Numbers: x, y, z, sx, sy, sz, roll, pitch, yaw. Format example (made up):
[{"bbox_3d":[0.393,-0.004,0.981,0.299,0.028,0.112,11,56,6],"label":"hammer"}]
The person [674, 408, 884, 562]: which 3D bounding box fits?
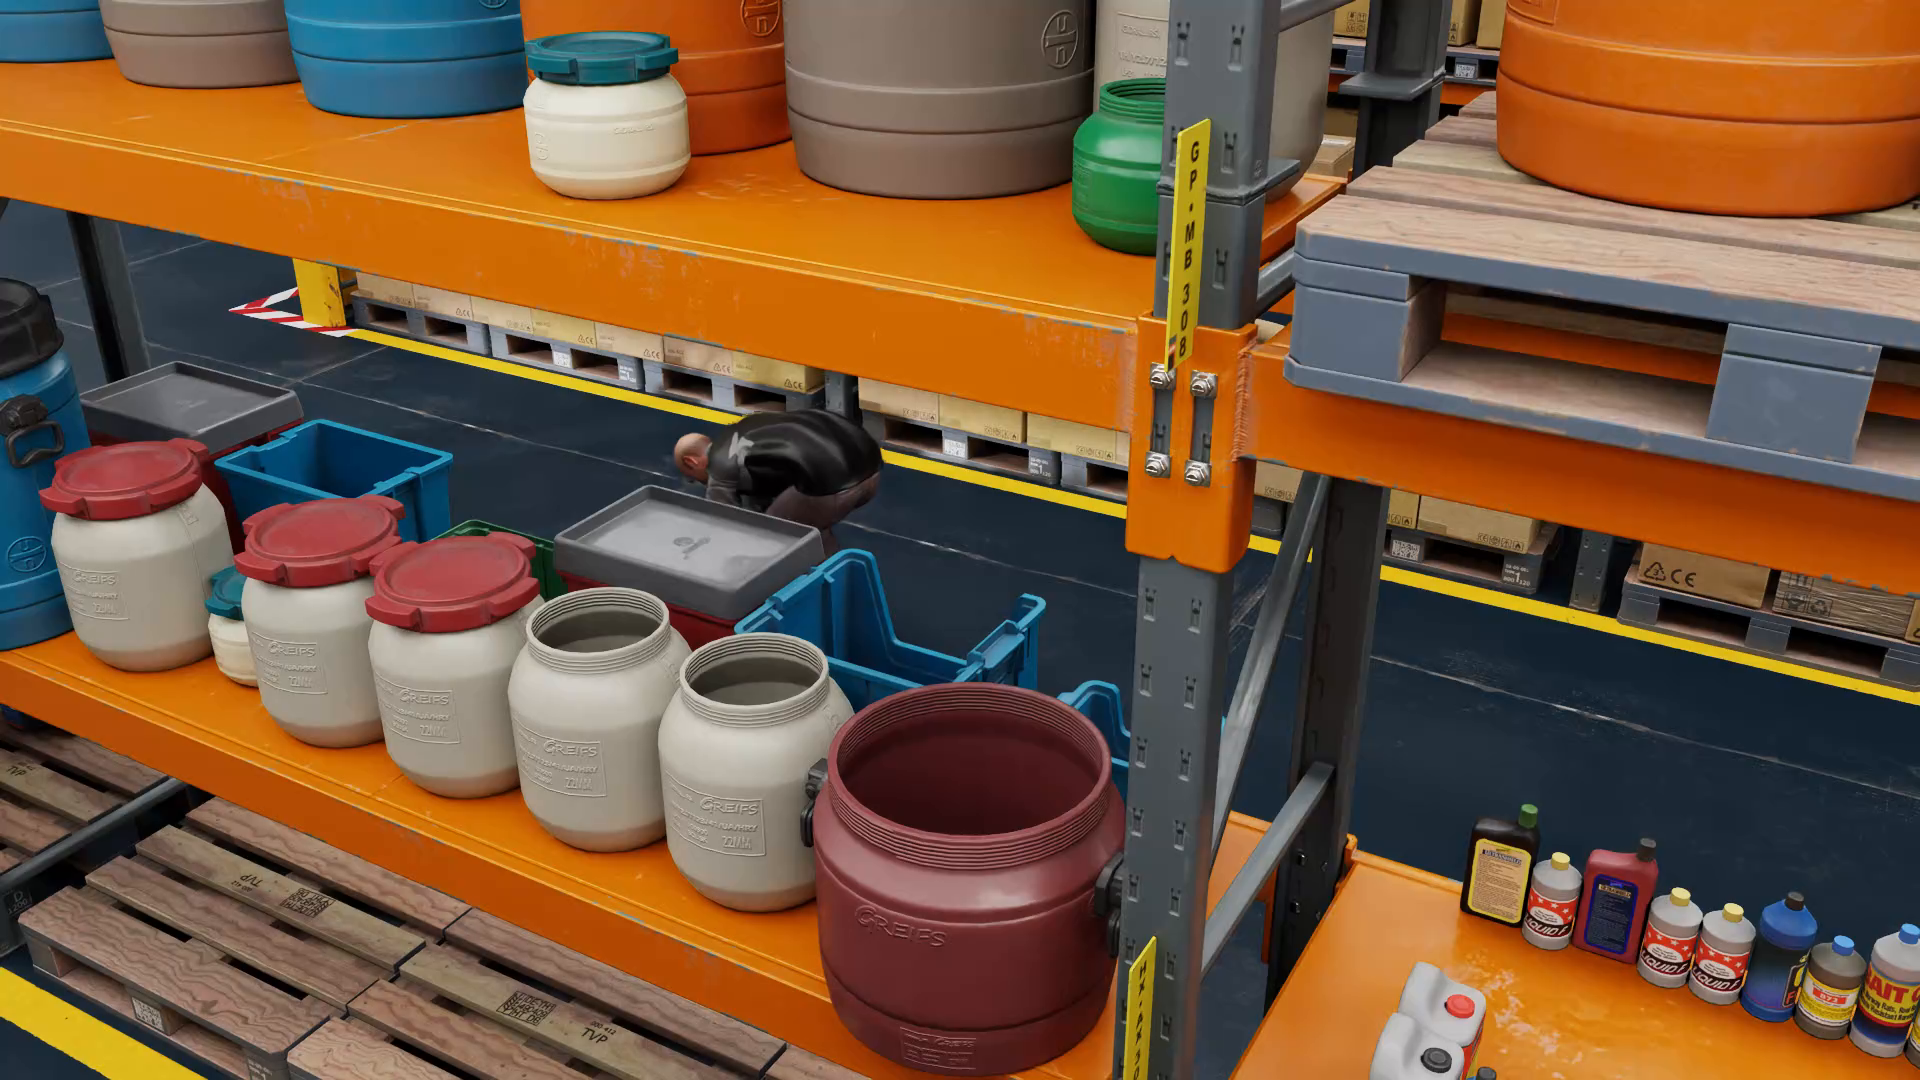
[{"bbox_3d":[-0.785,-0.083,7.076,0.952,1.041,0.483,13,29,24],"label":"person"}]
